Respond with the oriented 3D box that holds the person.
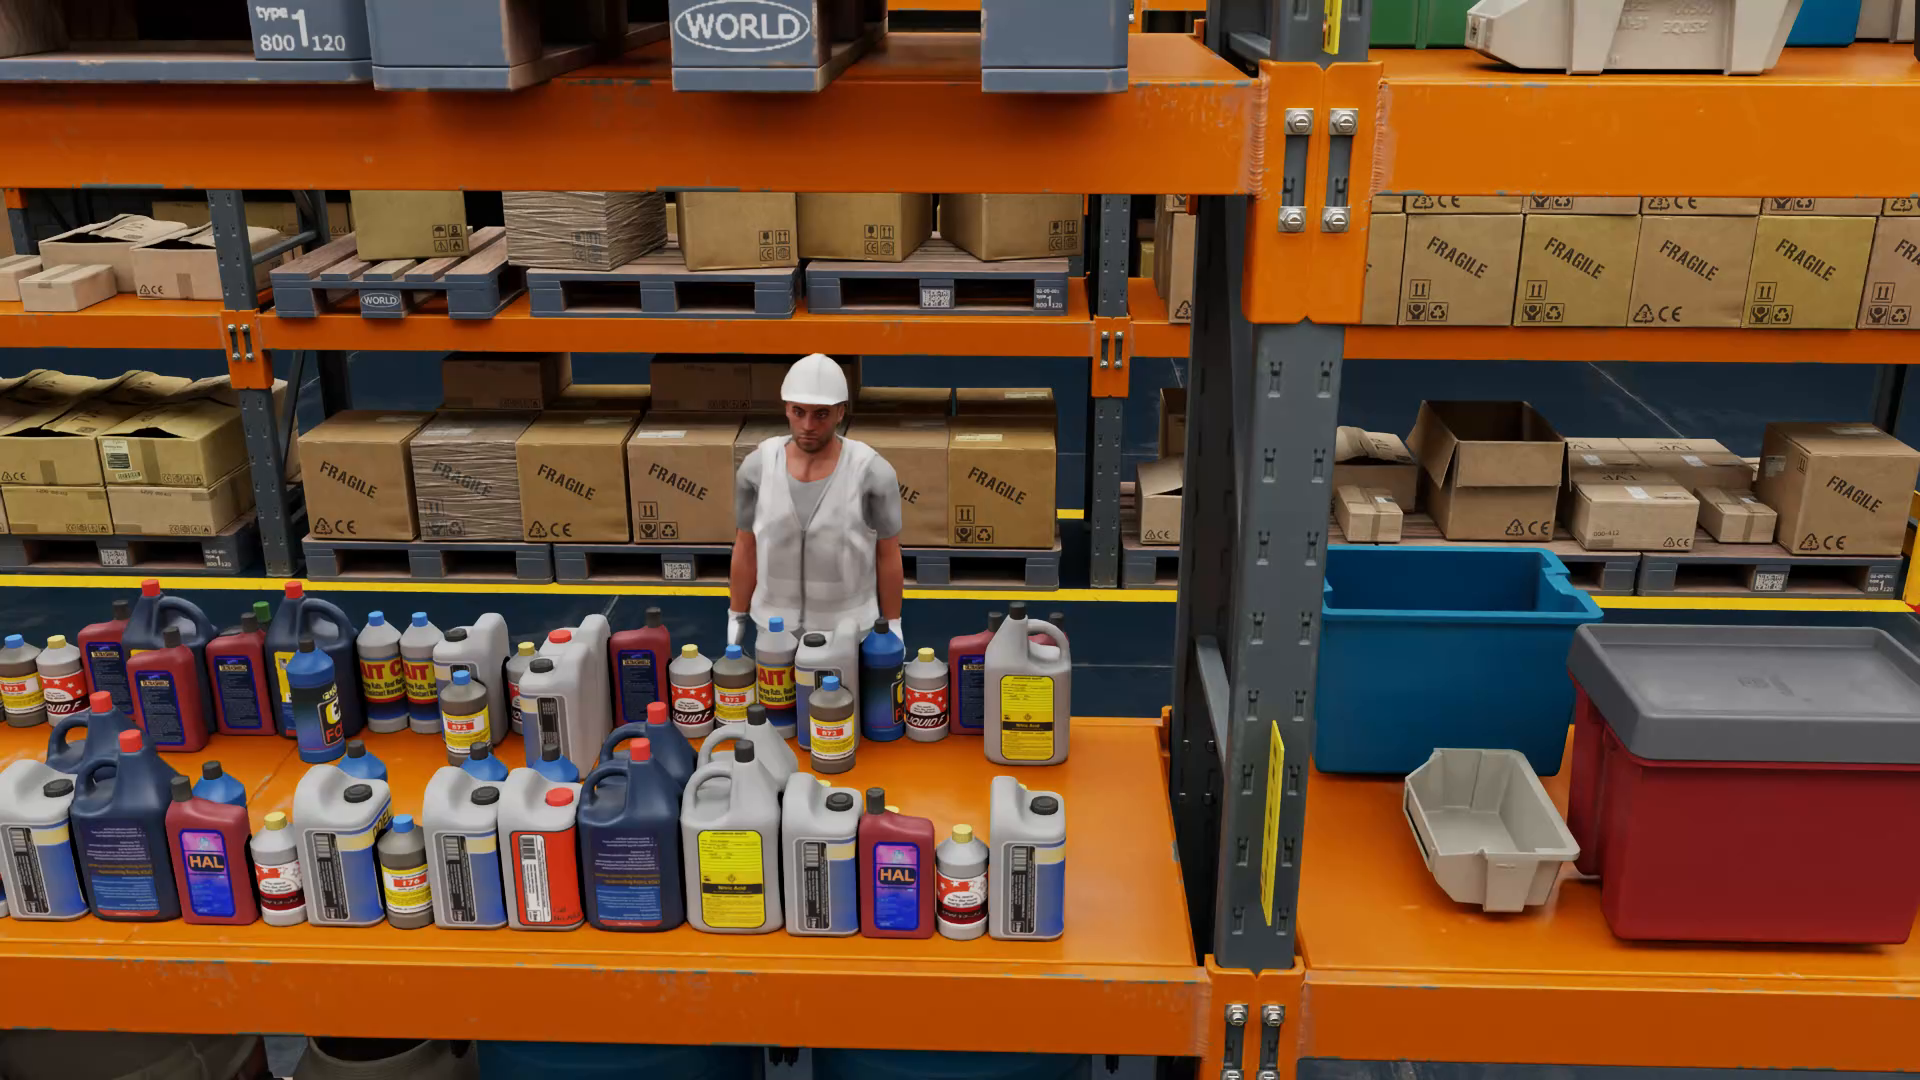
[{"bbox_3d":[-0.461,0.290,5.245,0.570,1.794,0.471,4,21,9],"label":"person"}]
